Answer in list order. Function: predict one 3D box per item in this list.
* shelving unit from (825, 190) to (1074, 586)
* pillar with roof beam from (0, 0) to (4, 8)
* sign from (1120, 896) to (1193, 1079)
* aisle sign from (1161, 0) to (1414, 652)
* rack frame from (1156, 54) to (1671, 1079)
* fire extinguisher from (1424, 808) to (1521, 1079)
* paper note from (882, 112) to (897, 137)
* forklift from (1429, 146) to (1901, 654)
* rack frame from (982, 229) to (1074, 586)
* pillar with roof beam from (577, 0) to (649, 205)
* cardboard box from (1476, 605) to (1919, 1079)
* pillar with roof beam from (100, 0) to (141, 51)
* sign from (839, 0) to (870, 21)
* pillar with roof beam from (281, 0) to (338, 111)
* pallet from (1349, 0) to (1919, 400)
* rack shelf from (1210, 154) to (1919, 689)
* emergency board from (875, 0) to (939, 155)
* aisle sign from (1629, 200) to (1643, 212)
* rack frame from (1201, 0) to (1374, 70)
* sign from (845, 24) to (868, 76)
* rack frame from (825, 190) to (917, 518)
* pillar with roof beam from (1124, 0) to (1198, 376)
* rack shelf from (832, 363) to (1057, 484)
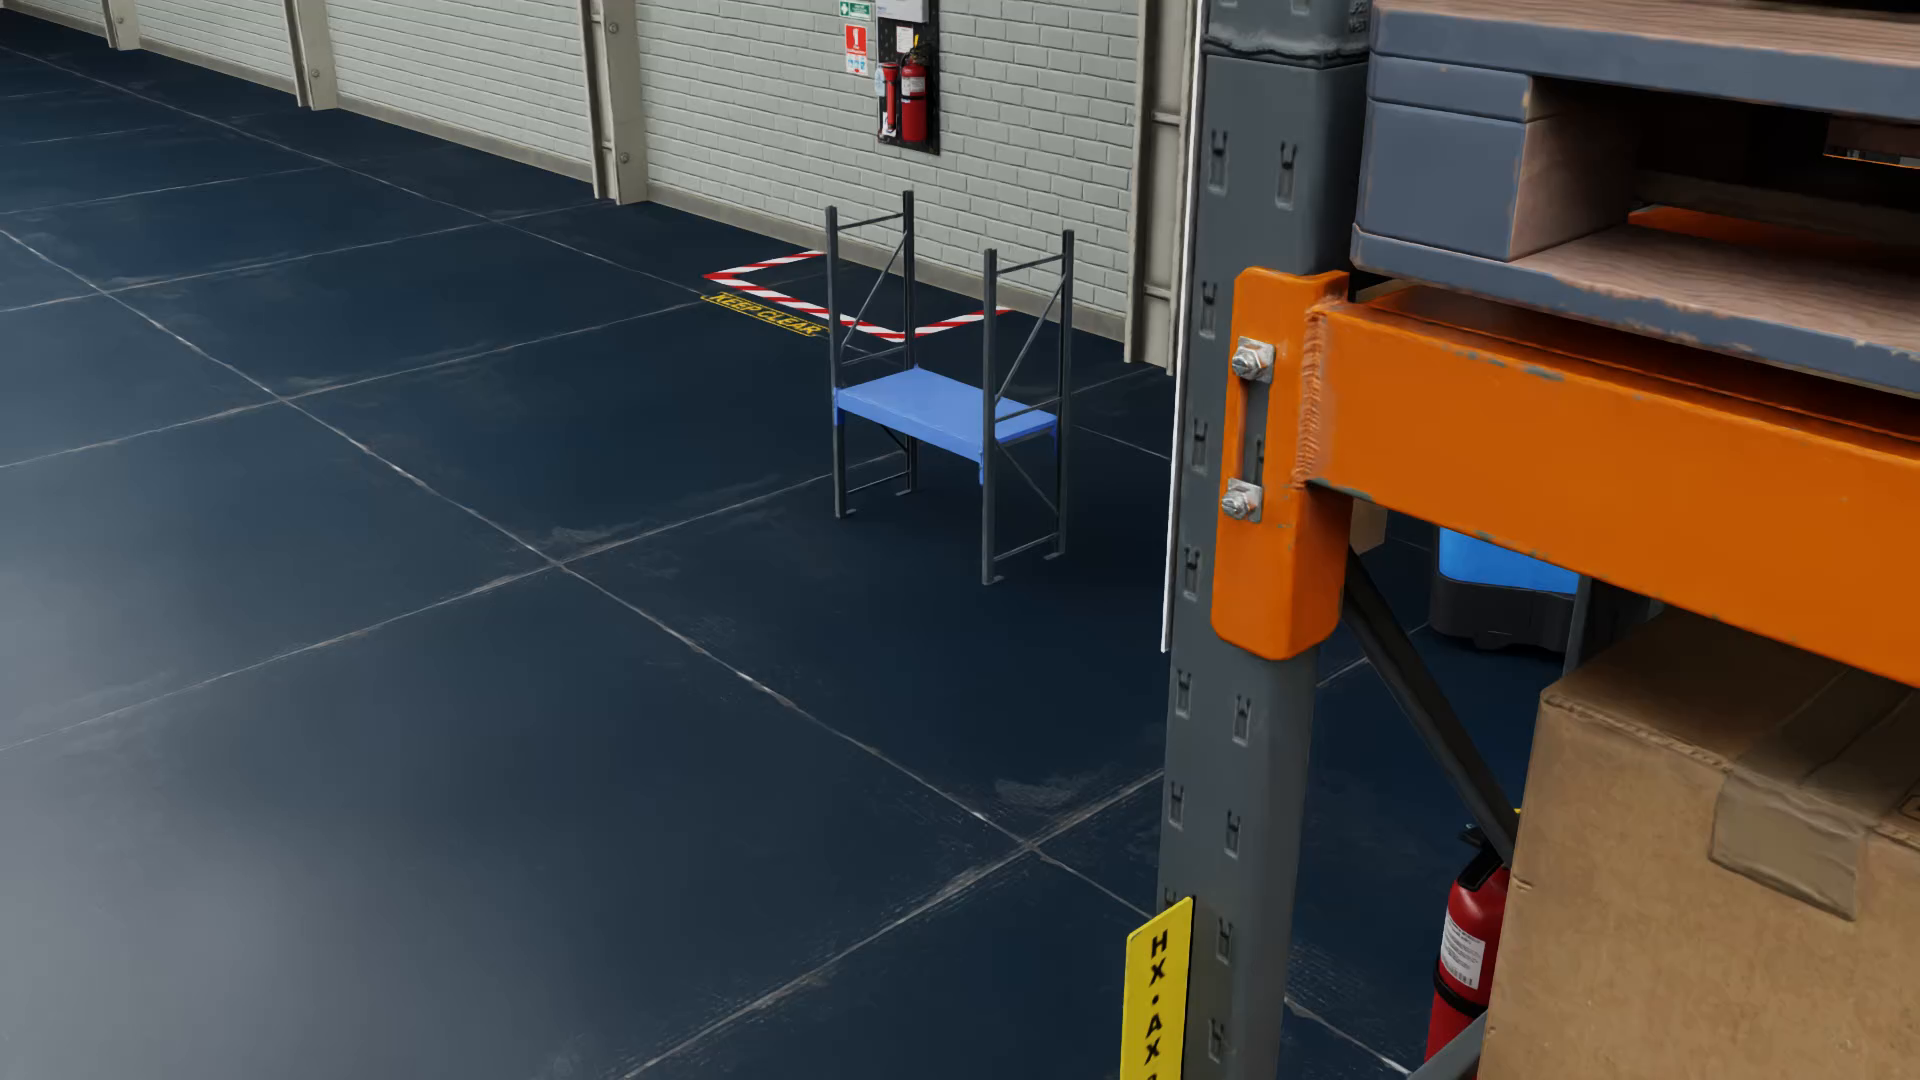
[{"bbox_3d":[-0.058,-0.708,7.495,0.538,1.500,1.048,-21,32,-38],"label":"shelving unit"},{"bbox_3d":[-18.305,-11.221,21.504,9.100,9.000,0.400,-21,32,-38],"label":"pillar with roof beam"},{"bbox_3d":[0.210,0.542,1.810,0.100,0.325,0.005,-21,32,-38],"label":"sign"},{"bbox_3d":[0.351,-0.300,1.661,0.394,0.787,0.004,-21,32,-38],"label":"aisle sign"},{"bbox_3d":[0.619,0.816,2.347,1.000,3.000,0.127,-21,32,-38],"label":"rack frame"},{"bbox_3d":[0.878,0.684,2.730,0.296,0.674,0.183,-21,32,-38],"label":"fire extinguisher"},{"bbox_3d":[-0.490,-2.873,11.496,0.016,0.148,0.142,-21,32,-38],"label":"paper note"},{"bbox_3d":[3.500,-0.933,6.264,3.031,2.935,1.130,7,25,14],"label":"forklift"},{"bbox_3d":[0.289,-0.554,7.158,0.500,1.500,0.032,-21,32,-38],"label":"rack frame"},{"bbox_3d":[-6.002,-5.767,9.550,9.100,9.000,0.400,-21,32,-38],"label":"pillar with roof beam"},{"bbox_3d":[0.965,0.341,1.704,0.700,0.500,0.500,-21,32,-38],"label":"cardboard box"},{"bbox_3d":[-14.204,-9.403,17.519,9.100,9.000,0.400,-21,32,-38],"label":"pillar with roof beam"},{"bbox_3d":[-0.725,-3.651,11.458,0.001,0.109,0.331,-21,32,-38],"label":"sign"},{"bbox_3d":[-10.103,-7.585,13.535,9.100,9.000,0.400,-21,32,-38],"label":"pillar with roof beam"},{"bbox_3d":[1.084,-0.287,1.257,1.003,0.211,1.213,-21,32,-38],"label":"pallet"},{"bbox_3d":[1.986,0.385,0.546,1.077,0.370,4.000,-21,32,-38],"label":"rack shelf"},{"bbox_3d":[-0.419,-3.201,11.152,0.194,1.169,0.643,-21,32,-38],"label":"emergency board"},{"bbox_3d":[0.789,-0.470,2.034,0.394,0.787,0.004,-21,32,-38],"label":"aisle sign"},{"bbox_3d":[0.619,-1.913,1.102,1.000,3.000,0.127,-21,32,-38],"label":"rack frame"},{"bbox_3d":[-0.722,-3.414,11.576,0.001,0.329,0.234,-21,32,-38],"label":"sign"},{"bbox_3d":[-0.406,-0.862,7.833,0.500,1.500,0.032,-21,32,-38],"label":"rack frame"},{"bbox_3d":[-1.901,-3.950,5.565,9.100,9.000,0.400,-21,32,-38],"label":"pillar with roof beam"},{"bbox_3d":[-0.058,-0.545,7.570,0.538,0.185,1.000,-21,32,-38],"label":"rack shelf"}]
